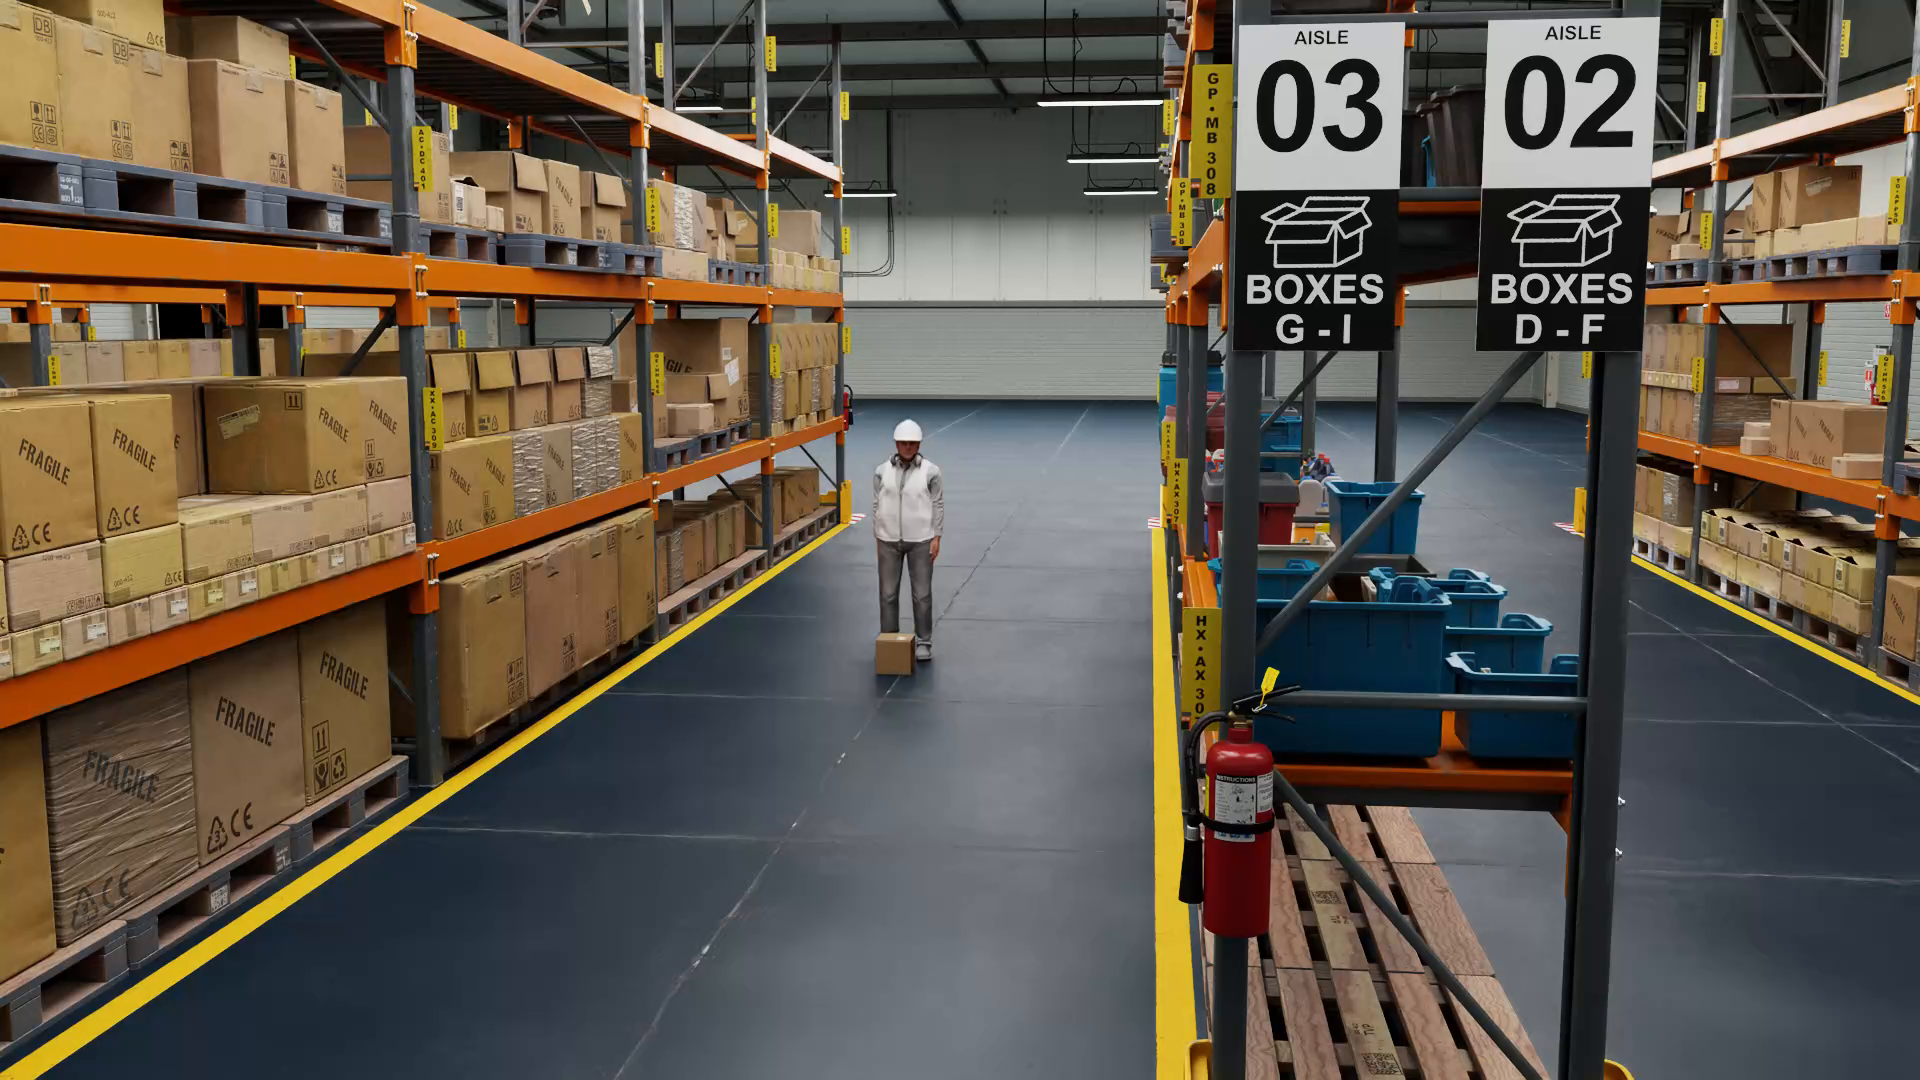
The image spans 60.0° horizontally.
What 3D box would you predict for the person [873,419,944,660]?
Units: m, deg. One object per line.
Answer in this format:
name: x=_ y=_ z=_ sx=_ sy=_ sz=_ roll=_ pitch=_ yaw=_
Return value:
person: x=-0.383 y=0.000 z=12.227 sx=0.532 sy=1.764 sz=0.360 roll=1 pitch=8 yaw=7
